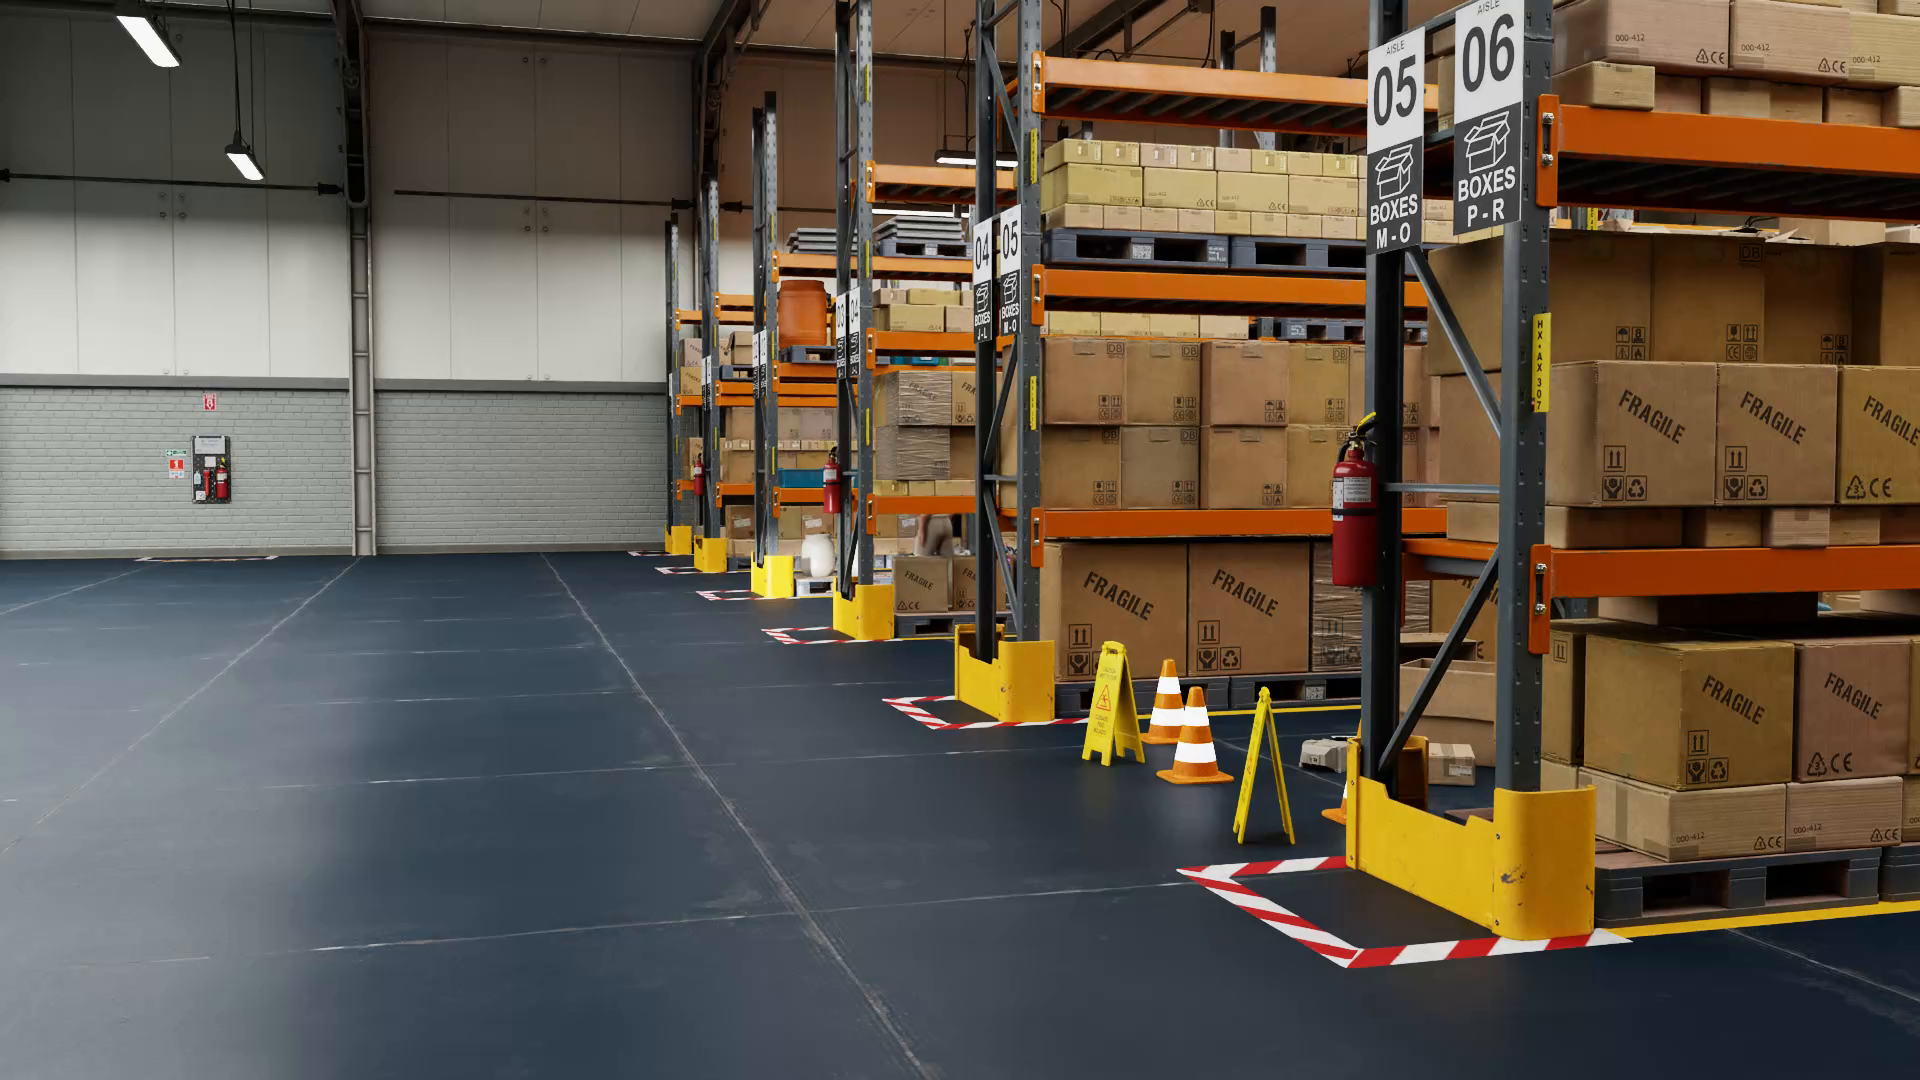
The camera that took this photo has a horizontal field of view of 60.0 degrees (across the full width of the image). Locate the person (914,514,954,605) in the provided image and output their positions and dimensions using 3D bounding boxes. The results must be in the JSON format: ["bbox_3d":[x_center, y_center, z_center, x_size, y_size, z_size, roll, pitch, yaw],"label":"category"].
[{"bbox_3d":[-0.245,-0.096,18.244,0.582,1.713,0.576,2,3,41],"label":"person"}]
